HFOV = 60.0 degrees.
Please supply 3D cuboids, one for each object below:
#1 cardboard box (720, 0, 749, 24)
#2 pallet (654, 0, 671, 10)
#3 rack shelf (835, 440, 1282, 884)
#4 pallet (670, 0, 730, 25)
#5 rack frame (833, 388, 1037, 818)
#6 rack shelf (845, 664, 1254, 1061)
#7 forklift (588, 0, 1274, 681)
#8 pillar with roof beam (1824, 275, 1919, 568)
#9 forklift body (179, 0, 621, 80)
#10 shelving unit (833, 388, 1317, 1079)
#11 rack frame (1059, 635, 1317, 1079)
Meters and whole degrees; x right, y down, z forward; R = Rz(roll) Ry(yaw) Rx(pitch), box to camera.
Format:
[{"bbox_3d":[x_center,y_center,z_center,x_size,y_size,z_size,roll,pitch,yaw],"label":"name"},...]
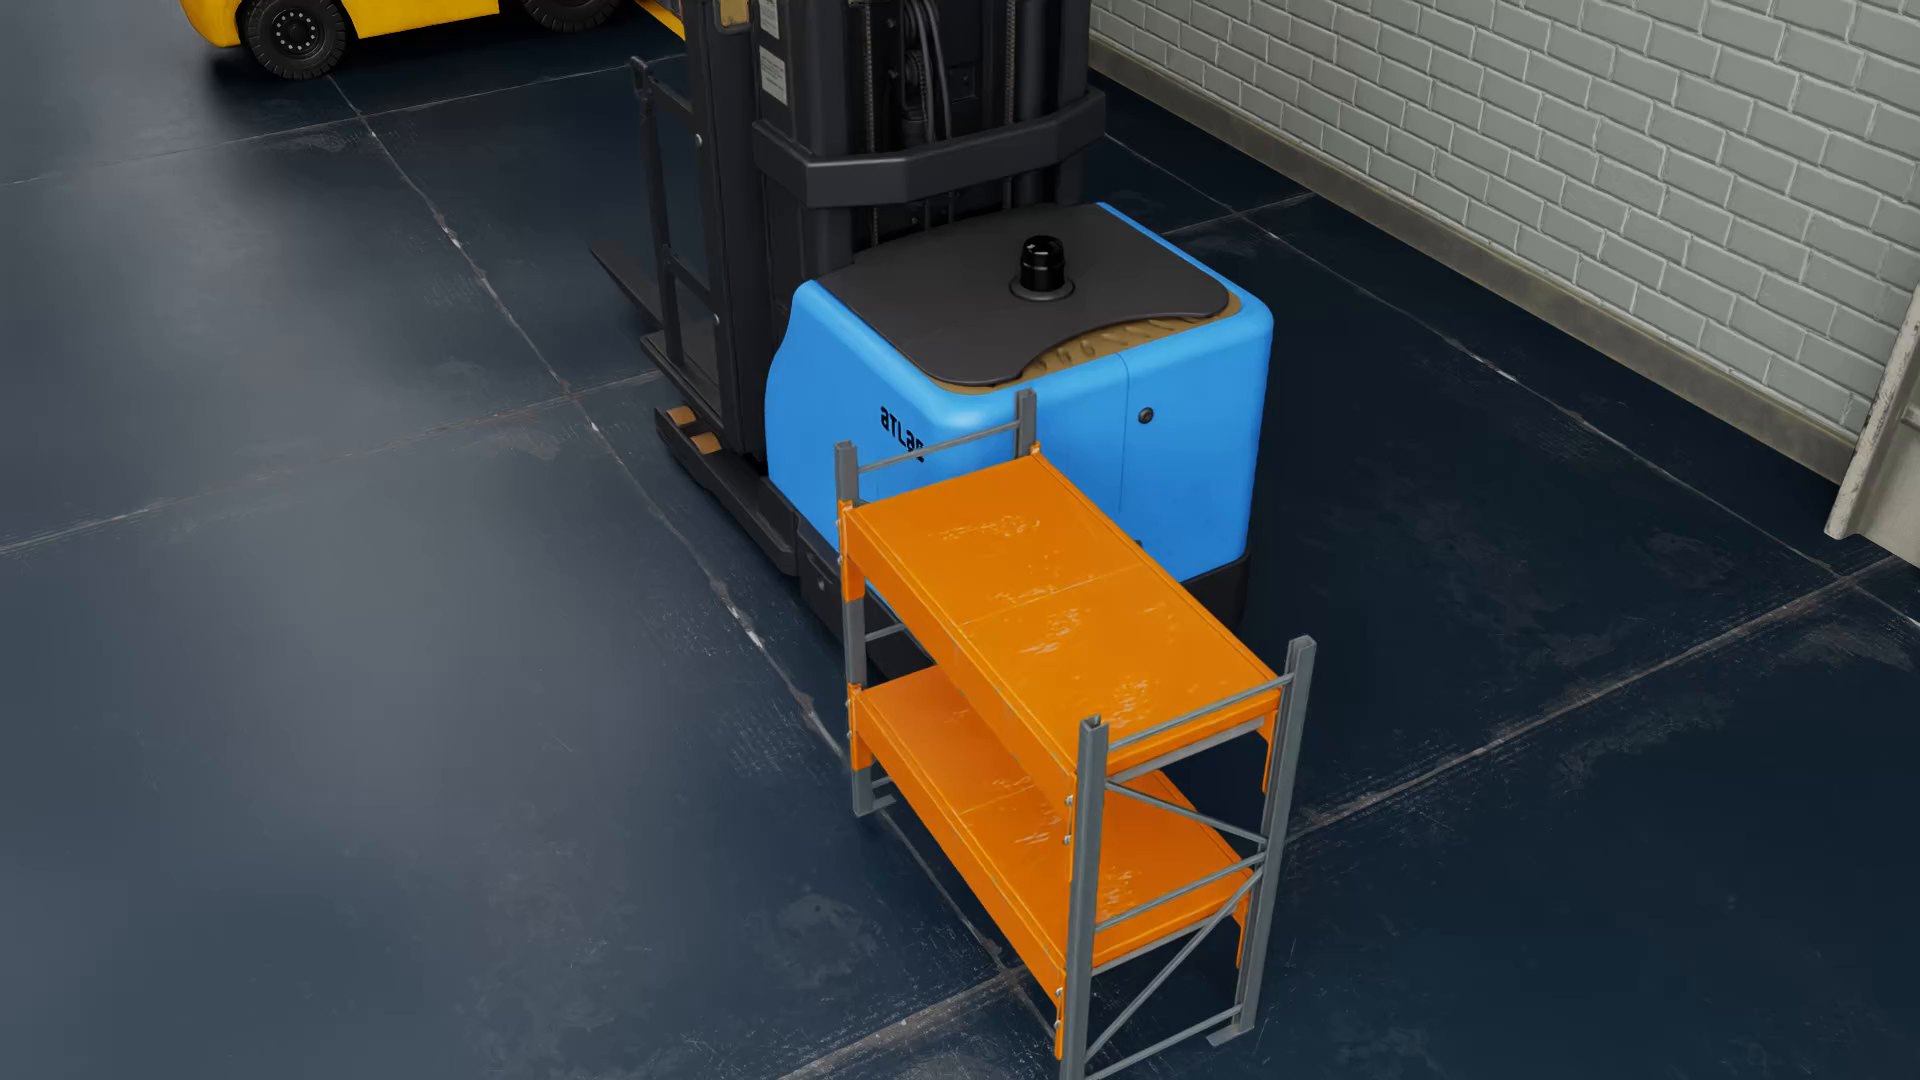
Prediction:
[{"bbox_3d":[-0.978,-2.827,8.553,0.500,0.250,0.500,-19,40,-24],"label":"cardboard box"},{"bbox_3d":[-1.499,-3.495,9.856,1.003,0.211,1.213,-19,40,-24],"label":"pallet"},{"bbox_3d":[0.193,0.208,3.515,0.538,0.278,1.000,-18,40,-23],"label":"rack shelf"},{"bbox_3d":[-0.890,-2.873,9.005,1.003,0.211,1.213,-19,40,-24],"label":"pallet"},{"bbox_3d":[-0.050,0.181,4.048,0.500,1.125,0.032,-18,40,-23],"label":"rack frame"},{"bbox_3d":[0.193,0.642,3.831,0.538,0.278,1.000,-18,40,-23],"label":"rack shelf"},{"bbox_3d":[-0.371,-1.502,4.822,1.130,2.935,3.031,-20,41,-25],"label":"forklift"},{"bbox_3d":[-0.748,-2.331,0.812,9.100,9.000,0.400,-19,40,-24],"label":"pillar with roof beam"},{"bbox_3d":[-2.999,-3.706,8.500,2.313,2.155,1.214,-19,40,-24],"label":"forklift body"},{"bbox_3d":[0.193,0.445,3.687,0.538,1.125,1.048,-18,40,-23],"label":"shelving unit"},{"bbox_3d":[0.436,0.708,3.327,0.500,1.125,0.032,-18,40,-23],"label":"rack frame"}]
